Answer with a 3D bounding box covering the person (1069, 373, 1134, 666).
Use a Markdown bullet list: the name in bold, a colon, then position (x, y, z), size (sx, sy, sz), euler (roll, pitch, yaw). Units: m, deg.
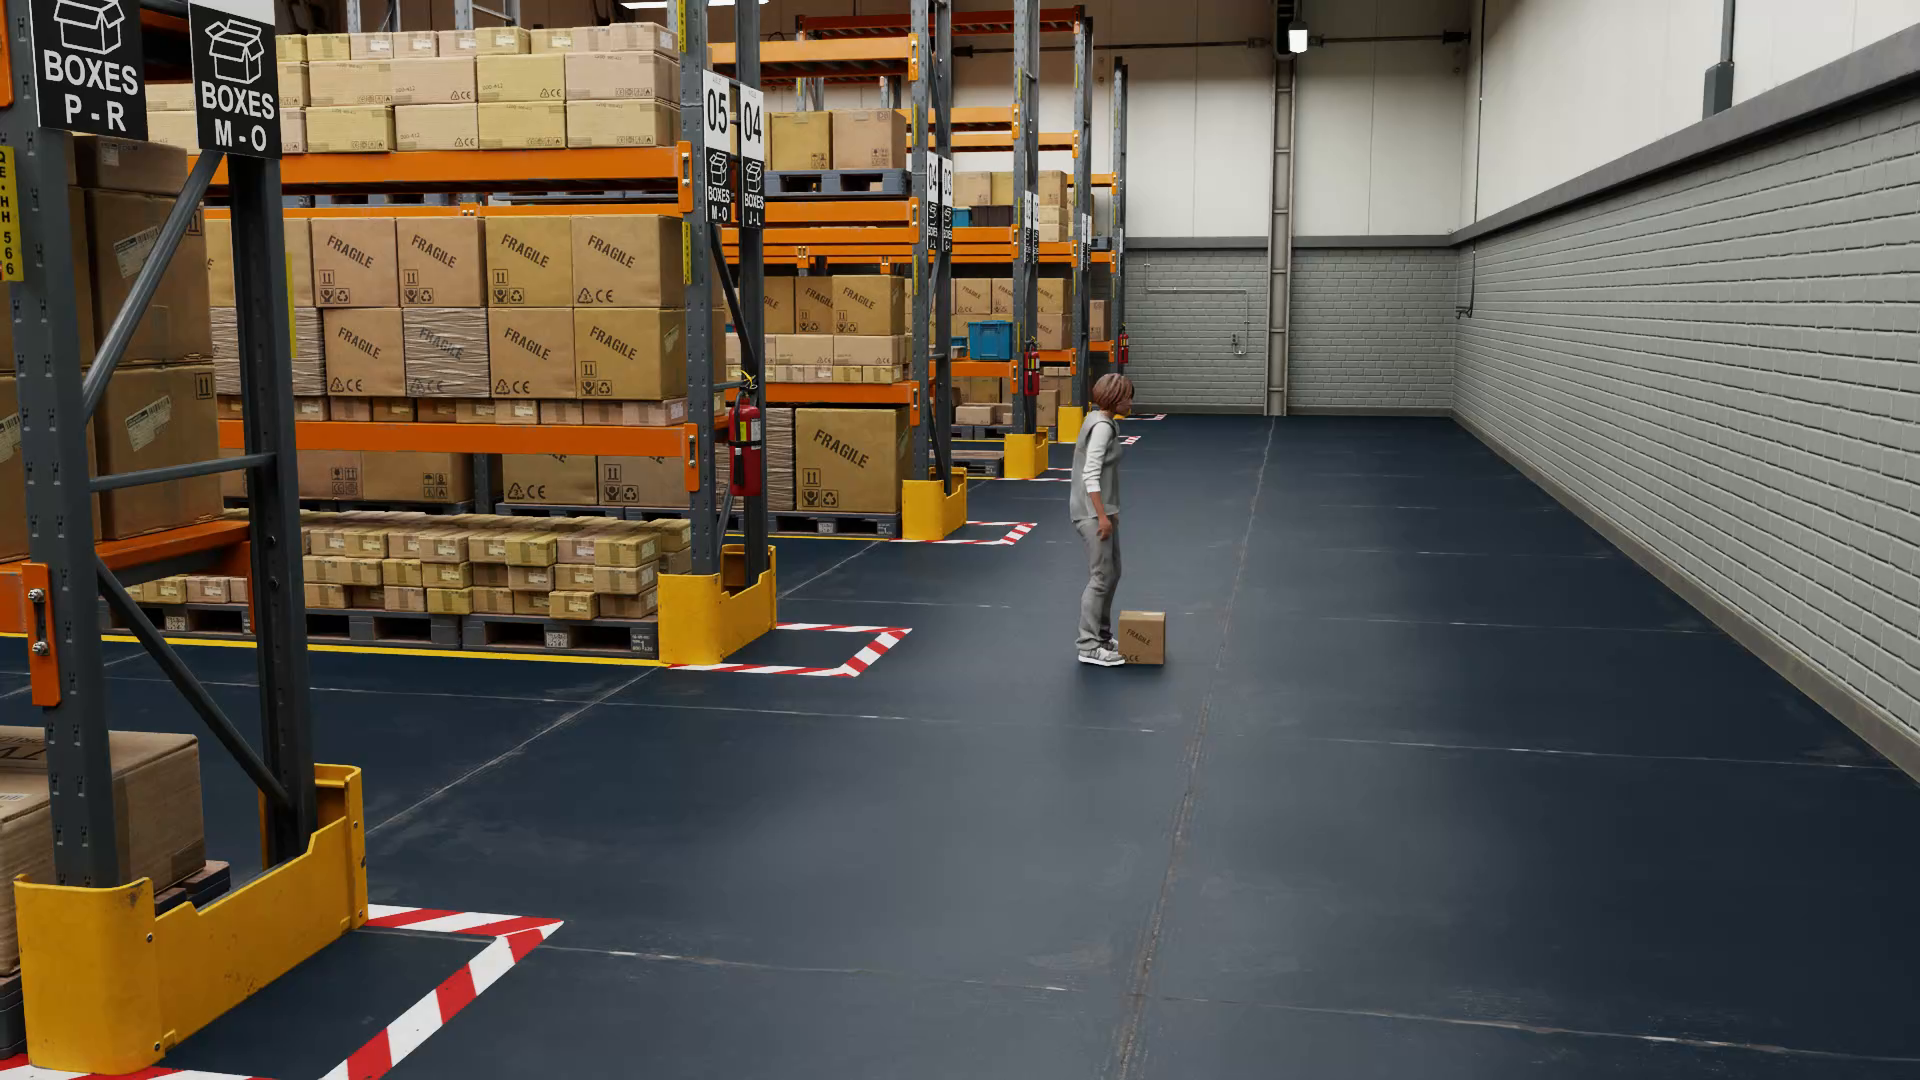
- **person**: position (0.793, -0.125, 9.229), size (0.364, 1.593, 0.461), euler (2, 8, 12)
